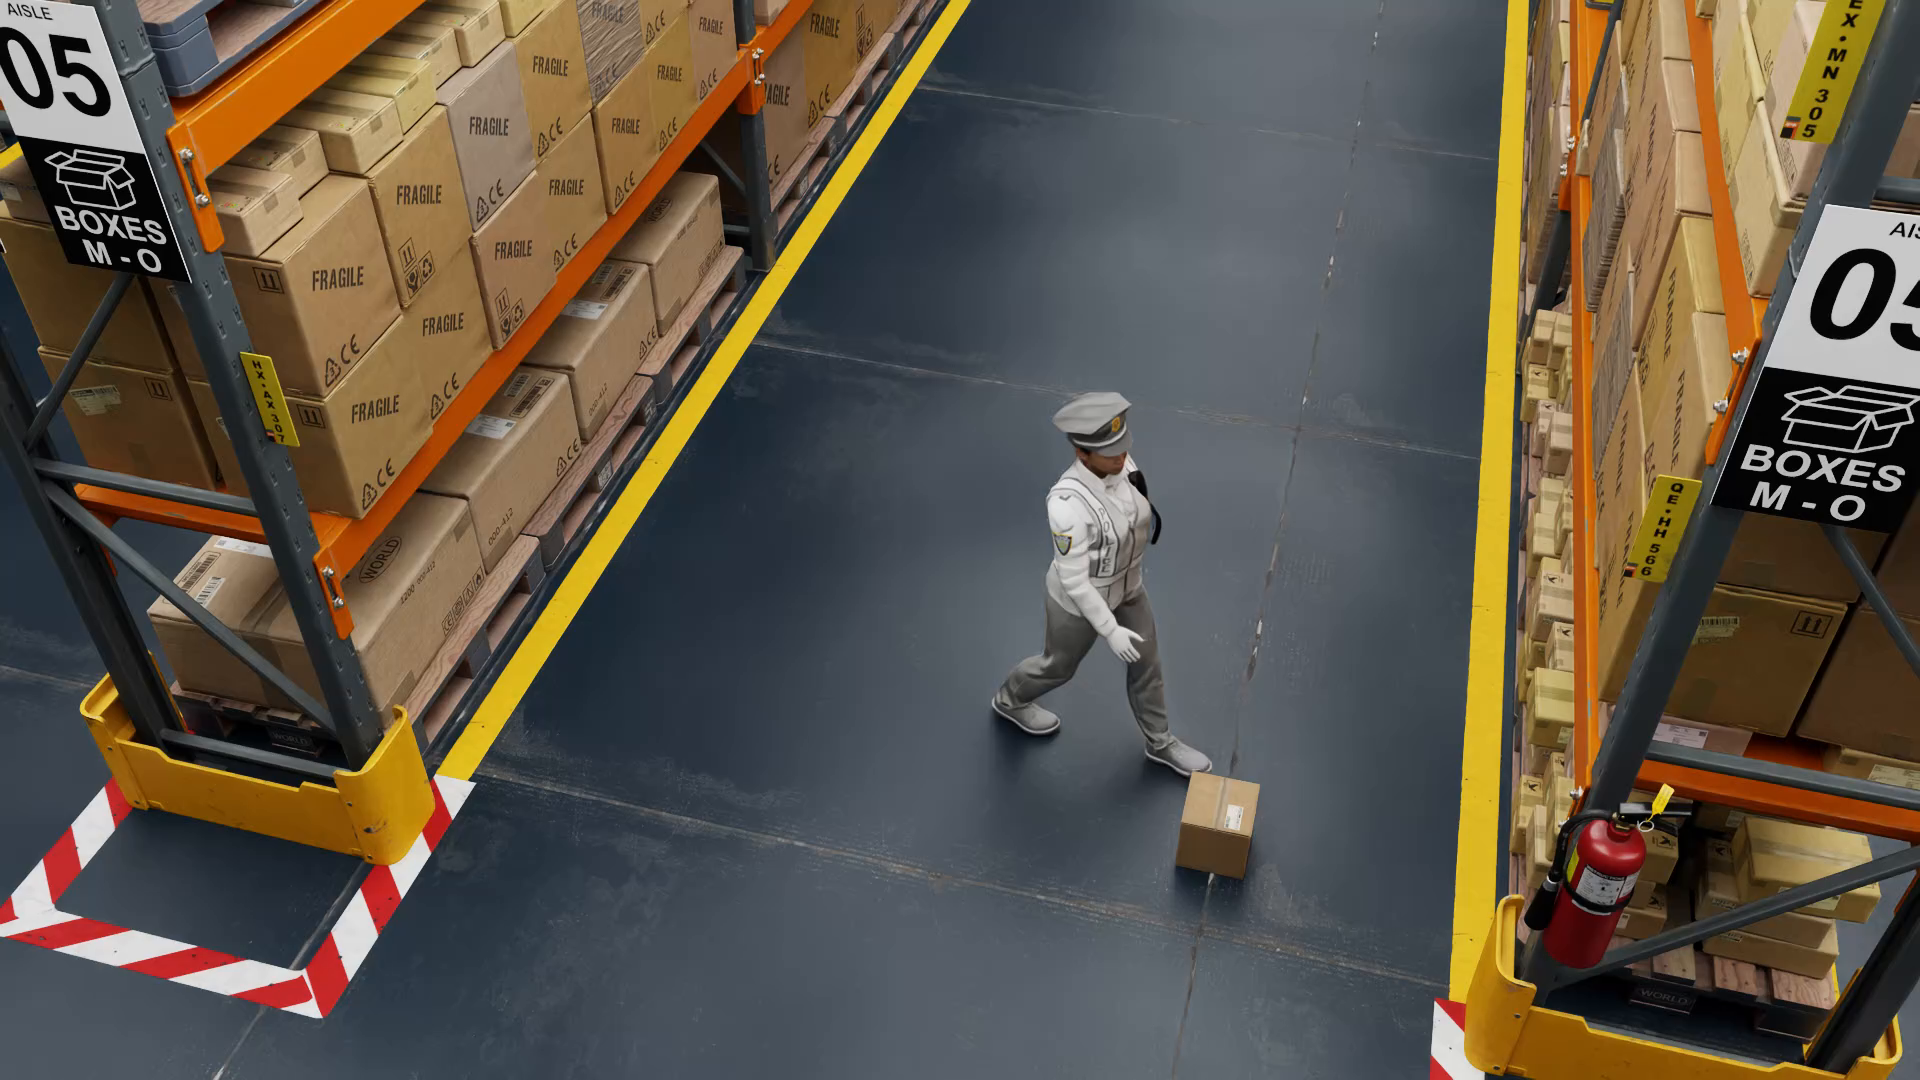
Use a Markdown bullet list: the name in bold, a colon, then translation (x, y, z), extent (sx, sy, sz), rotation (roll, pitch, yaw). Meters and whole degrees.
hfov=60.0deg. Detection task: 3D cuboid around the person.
- **person**: translation (0.529, 0.197, 5.927), extent (0.877, 1.641, 0.491), rotation (28, 48, 28)
